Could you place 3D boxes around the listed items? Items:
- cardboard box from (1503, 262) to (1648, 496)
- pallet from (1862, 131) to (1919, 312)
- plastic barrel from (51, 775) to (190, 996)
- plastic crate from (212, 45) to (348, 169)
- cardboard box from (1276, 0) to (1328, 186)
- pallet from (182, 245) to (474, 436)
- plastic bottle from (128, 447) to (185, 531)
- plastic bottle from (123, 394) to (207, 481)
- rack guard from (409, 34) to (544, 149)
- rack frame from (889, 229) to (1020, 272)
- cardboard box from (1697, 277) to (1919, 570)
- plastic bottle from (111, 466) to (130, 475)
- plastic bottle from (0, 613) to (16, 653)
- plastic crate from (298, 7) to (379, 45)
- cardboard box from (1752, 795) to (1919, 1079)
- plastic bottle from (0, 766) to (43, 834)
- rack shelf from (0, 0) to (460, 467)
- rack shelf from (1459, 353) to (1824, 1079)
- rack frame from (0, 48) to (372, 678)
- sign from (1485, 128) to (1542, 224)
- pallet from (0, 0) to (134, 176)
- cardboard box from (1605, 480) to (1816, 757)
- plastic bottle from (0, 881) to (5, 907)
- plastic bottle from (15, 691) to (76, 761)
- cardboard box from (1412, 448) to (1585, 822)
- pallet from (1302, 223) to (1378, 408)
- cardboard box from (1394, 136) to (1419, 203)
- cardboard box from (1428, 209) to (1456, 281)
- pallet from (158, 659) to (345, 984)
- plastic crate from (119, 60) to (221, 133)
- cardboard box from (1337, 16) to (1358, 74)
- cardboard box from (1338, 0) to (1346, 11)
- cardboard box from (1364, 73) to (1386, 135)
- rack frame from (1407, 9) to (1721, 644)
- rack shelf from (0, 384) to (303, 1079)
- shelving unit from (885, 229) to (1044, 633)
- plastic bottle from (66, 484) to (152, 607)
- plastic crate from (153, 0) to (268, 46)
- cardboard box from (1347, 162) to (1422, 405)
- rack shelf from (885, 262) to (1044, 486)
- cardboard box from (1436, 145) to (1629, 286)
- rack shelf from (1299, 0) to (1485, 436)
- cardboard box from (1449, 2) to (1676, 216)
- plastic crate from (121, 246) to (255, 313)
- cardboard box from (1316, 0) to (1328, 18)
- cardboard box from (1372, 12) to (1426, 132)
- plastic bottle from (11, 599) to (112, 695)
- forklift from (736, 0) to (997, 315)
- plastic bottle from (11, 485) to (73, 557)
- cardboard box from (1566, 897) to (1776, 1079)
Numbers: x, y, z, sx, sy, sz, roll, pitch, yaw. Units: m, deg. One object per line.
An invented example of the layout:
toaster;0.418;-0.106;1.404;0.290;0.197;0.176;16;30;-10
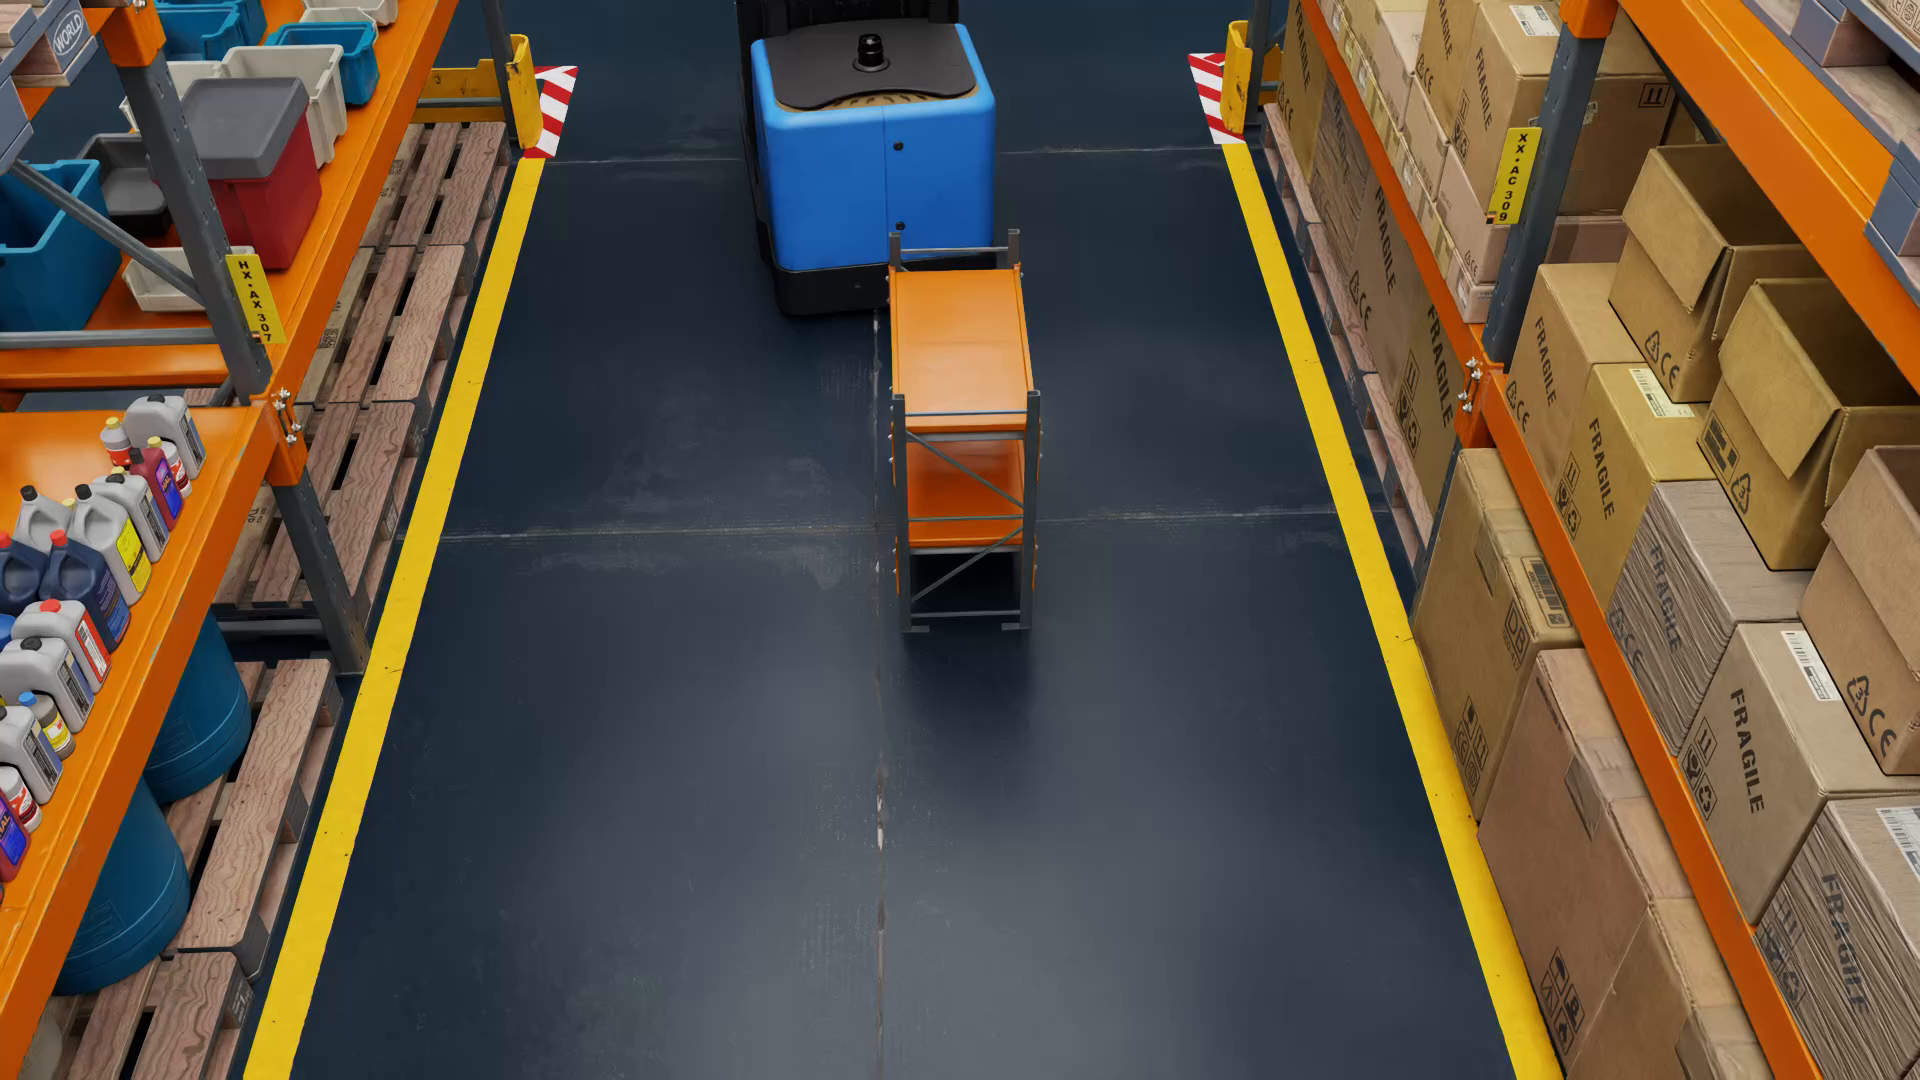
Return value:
cardboard box;1.997;-0.486;4.986;0.500;0.500;0.500;-2;43;-2
pallet;2.266;-0.290;2.767;1.003;0.211;1.213;0;43;0
plastic barrel;-2.685;0.840;4.856;0.600;0.901;0.708;-2;43;-2
plastic crate;-2.602;-1.639;6.362;0.437;0.282;0.530;-2;43;-2
cardboard box;2.164;-2.409;8.420;0.875;0.875;0.875;-2;43;-2
pallet;-2.846;-0.918;7.595;1.003;0.211;1.213;-2;43;-2
plastic bottle;-2.326;-0.170;4.802;0.061;0.283;0.133;-2;43;-2
plastic bottle;-2.382;-0.322;4.973;0.152;0.276;0.135;-2;43;-2
rack guard;-2.905;-2.419;9.019;1.175;0.500;0.348;-2;43;-2
rack frame;-0.022;-0.762;6.749;0.500;1.125;0.032;-2;43;-2
cardboard box;2.280;-0.279;4.018;0.797;0.503;0.637;-1;43;-1
plastic bottle;-2.404;-0.125;4.814;0.097;0.201;0.097;0;43;0
plastic bottle;-2.469;0.283;4.317;0.097;0.271;0.097;0;43;0
plastic crate;-2.610;-2.122;6.996;0.298;0.136;0.250;-2;43;-2
cardboard box;2.088;0.884;3.492;0.500;0.500;0.500;-3;43;-3
plastic bottle;-2.297;0.617;4.003;0.097;0.201;0.097;0;43;0
rack shelf;-2.806;-1.710;6.928;1.077;0.370;4.000;-2;43;-2
rack shelf;2.312;0.849;4.137;1.077;0.370;4.000;-2;43;-2
rack frame;-2.721;-0.625;5.211;1.000;3.000;0.127;-2;43;-2
sign;1.673;-1.098;5.029;0.100;0.325;0.005;-2;43;-2
pallet;-2.590;-1.134;3.687;1.213;0.211;1.003;-2;43;-2
cardboard box;2.040;0.191;4.247;0.500;0.500;0.500;-3;43;-3
plastic bottle;-2.309;0.748;3.750;0.144;0.351;0.185;-2;43;-2
plastic bottle;-2.307;0.461;4.174;0.097;0.201;0.097;0;43;0
cardboard box;2.274;0.293;5.472;1.225;0.875;0.875;-2;43;-2
pallet;2.218;-1.080;7.772;1.003;0.211;1.213;-2;43;-2
cardboard box;1.854;-1.391;6.234;0.380;0.149;0.250;-1;43;-1
cardboard box;1.876;-1.045;5.856;0.380;0.149;0.250;-1;43;-1
pallet;-2.730;0.925;5.584;1.003;0.211;1.213;-2;43;-2
plastic crate;-3.096;-1.716;6.553;0.293;0.136;0.466;-2;43;-2
cardboard box;1.809;-2.087;6.993;0.380;0.149;0.250;-3;43;-3
cardboard box;1.854;-2.500;7.148;0.500;0.250;0.500;-3;43;-3
cardboard box;1.832;-1.738;6.612;0.380;0.149;0.250;-2;43;-2
rack frame;2.227;-0.767;5.367;1.000;3.000;0.127;-2;43;-2
rack shelf;-2.636;0.991;3.982;1.077;0.370;4.000;-2;43;-2
shelving unit;0.000;-0.419;6.375;0.538;1.125;1.048;-2;43;-2
plastic bottle;-2.355;0.005;4.561;0.144;0.351;0.185;-2;43;-2
plastic crate;-3.154;-2.220;7.032;0.416;0.233;0.300;-2;43;-2
cardboard box;2.241;-1.194;7.094;0.875;0.875;0.875;-2;43;-2
rack shelf;0.000;-0.635;6.177;0.538;0.278;1.000;-2;43;-2
cardboard box;1.946;-1.112;5.634;0.500;0.250;0.500;-2;43;-3
rack shelf;2.142;-1.852;7.083;1.077;0.370;4.000;-2;43;-2
cardboard box;1.940;-1.400;5.394;0.500;0.500;0.500;-1;43;-1
plastic crate;-2.598;-0.868;5.628;0.396;0.136;0.243;-2;43;-2
cardboard box;1.788;-2.432;7.369;0.380;0.149;0.250;-2;43;-3
cardboard box;1.900;-1.805;6.391;0.500;0.250;0.500;-1;43;-1
plastic bottle;-2.345;0.265;4.333;0.152;0.276;0.135;-2;43;-2
forklift;-0.593;-3.137;8.003;1.130;2.935;3.031;-7;43;-7
plastic bottle;-2.499;0.009;4.557;0.144;0.351;0.185;-2;43;-2
cardboard box;2.358;1.494;4.162;1.225;0.875;0.875;-2;43;-2
